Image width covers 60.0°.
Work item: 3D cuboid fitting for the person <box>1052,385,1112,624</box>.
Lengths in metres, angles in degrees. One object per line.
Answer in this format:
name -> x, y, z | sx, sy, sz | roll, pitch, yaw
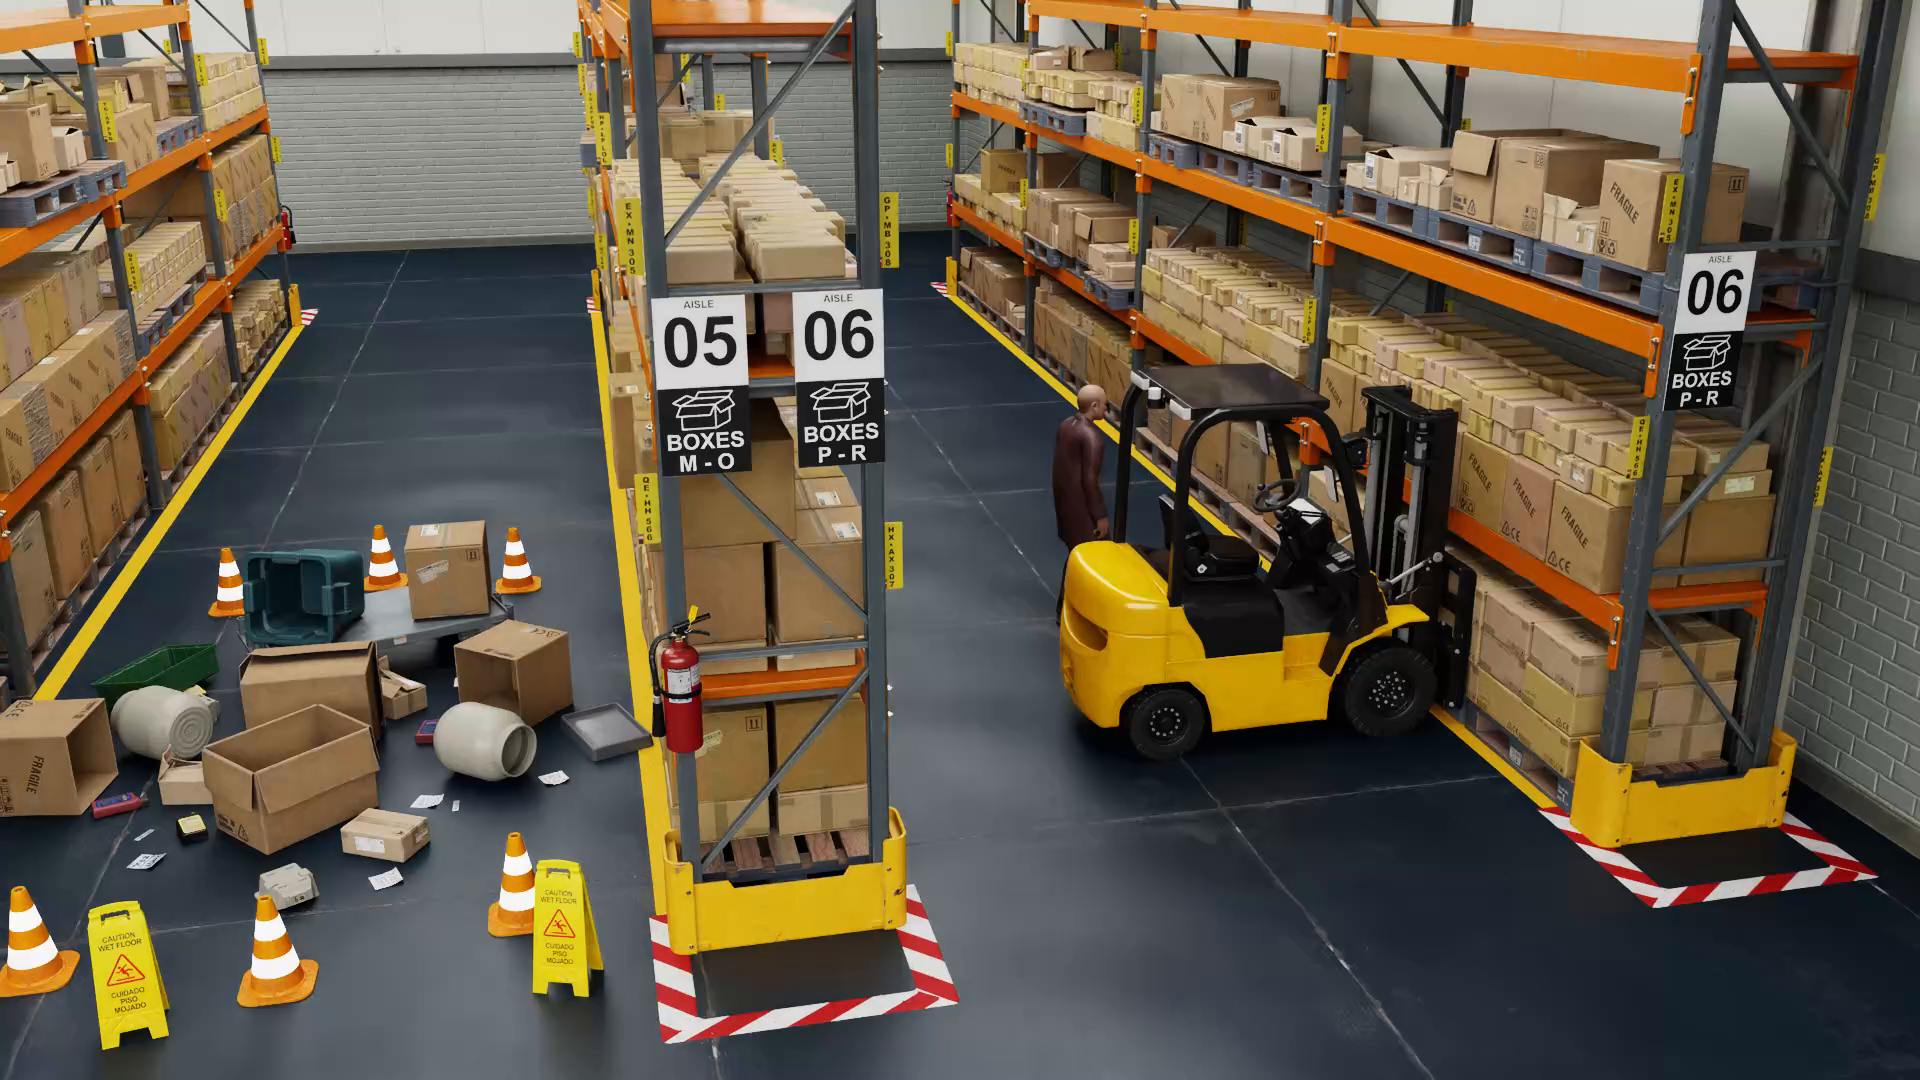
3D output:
person -> 0.869, -0.220, 11.720 | 0.426, 1.773, 0.652 | -6, 20, -16
